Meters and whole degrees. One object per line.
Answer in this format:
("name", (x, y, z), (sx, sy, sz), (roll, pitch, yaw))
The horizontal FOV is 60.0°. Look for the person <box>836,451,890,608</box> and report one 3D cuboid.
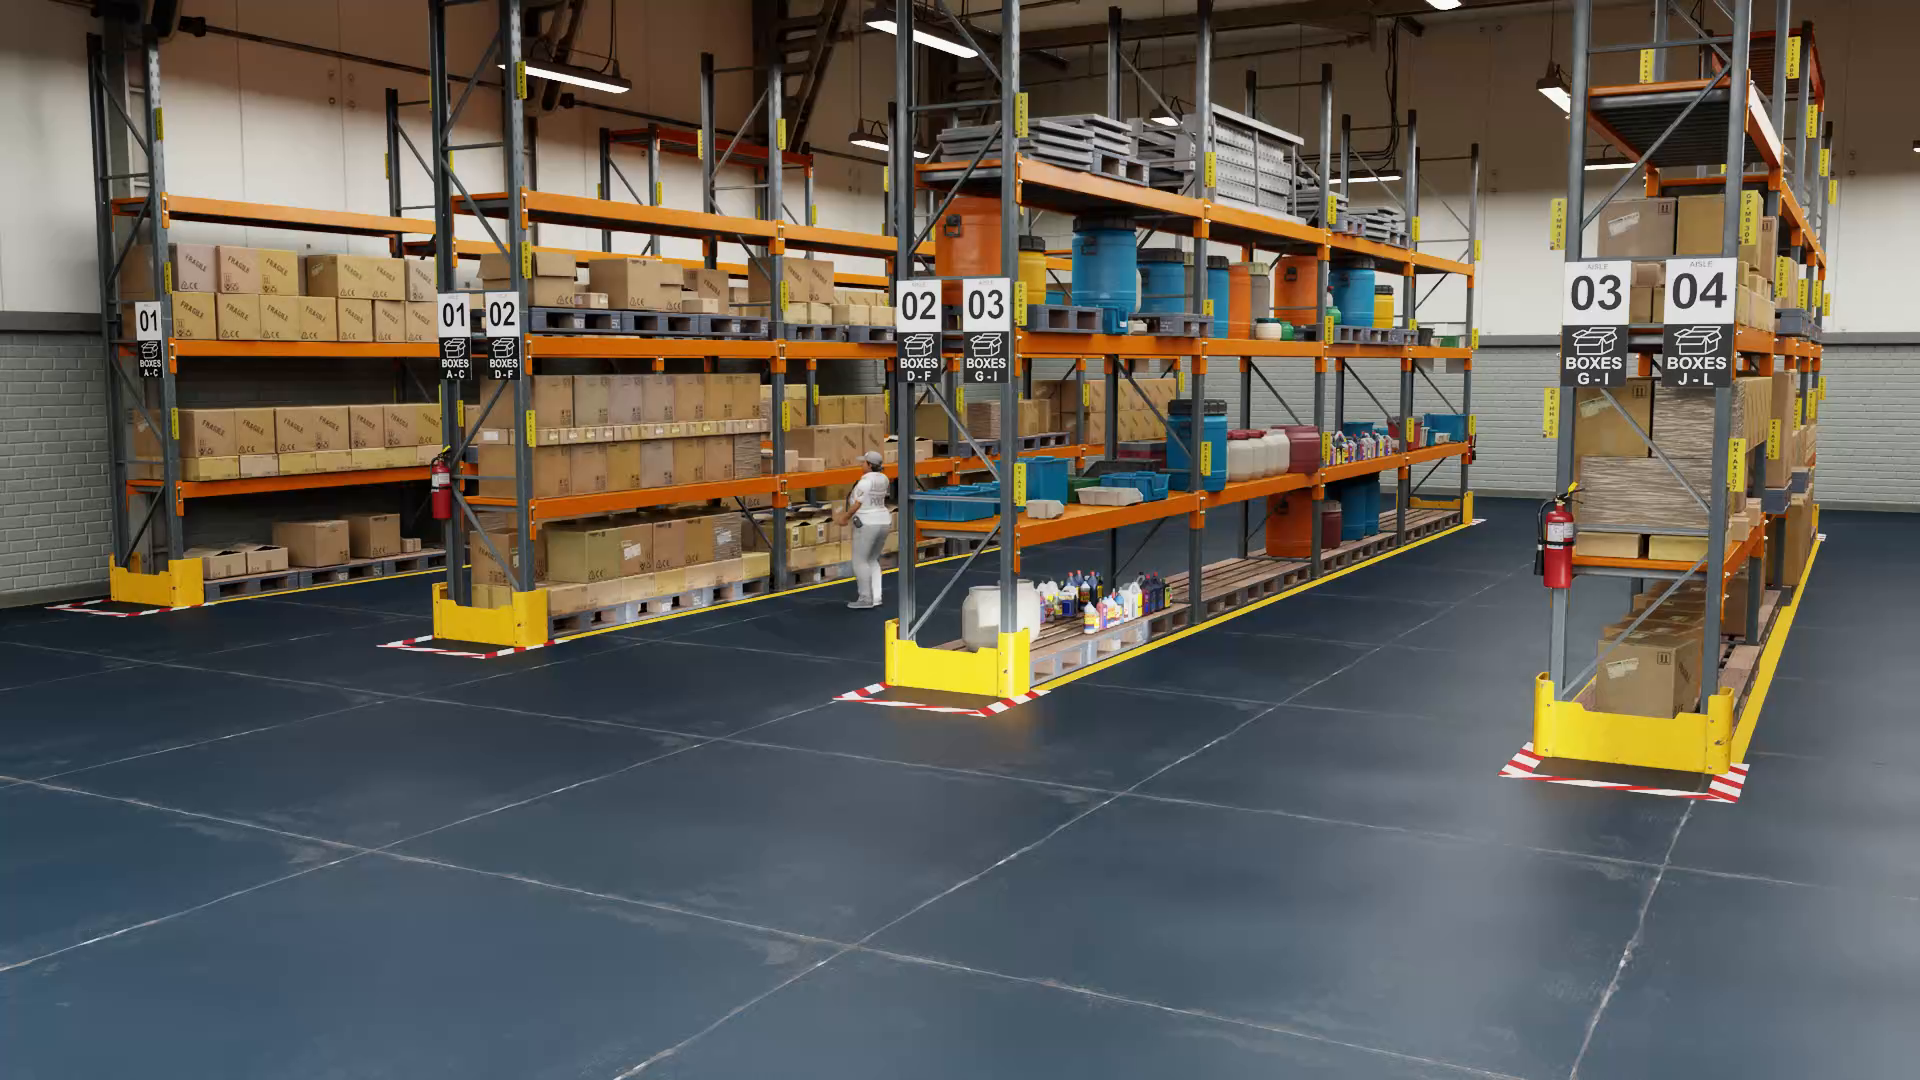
("person", (-1.019, -0.118, 17.517), (0.515, 1.653, 0.447), (3, 7, 29))
